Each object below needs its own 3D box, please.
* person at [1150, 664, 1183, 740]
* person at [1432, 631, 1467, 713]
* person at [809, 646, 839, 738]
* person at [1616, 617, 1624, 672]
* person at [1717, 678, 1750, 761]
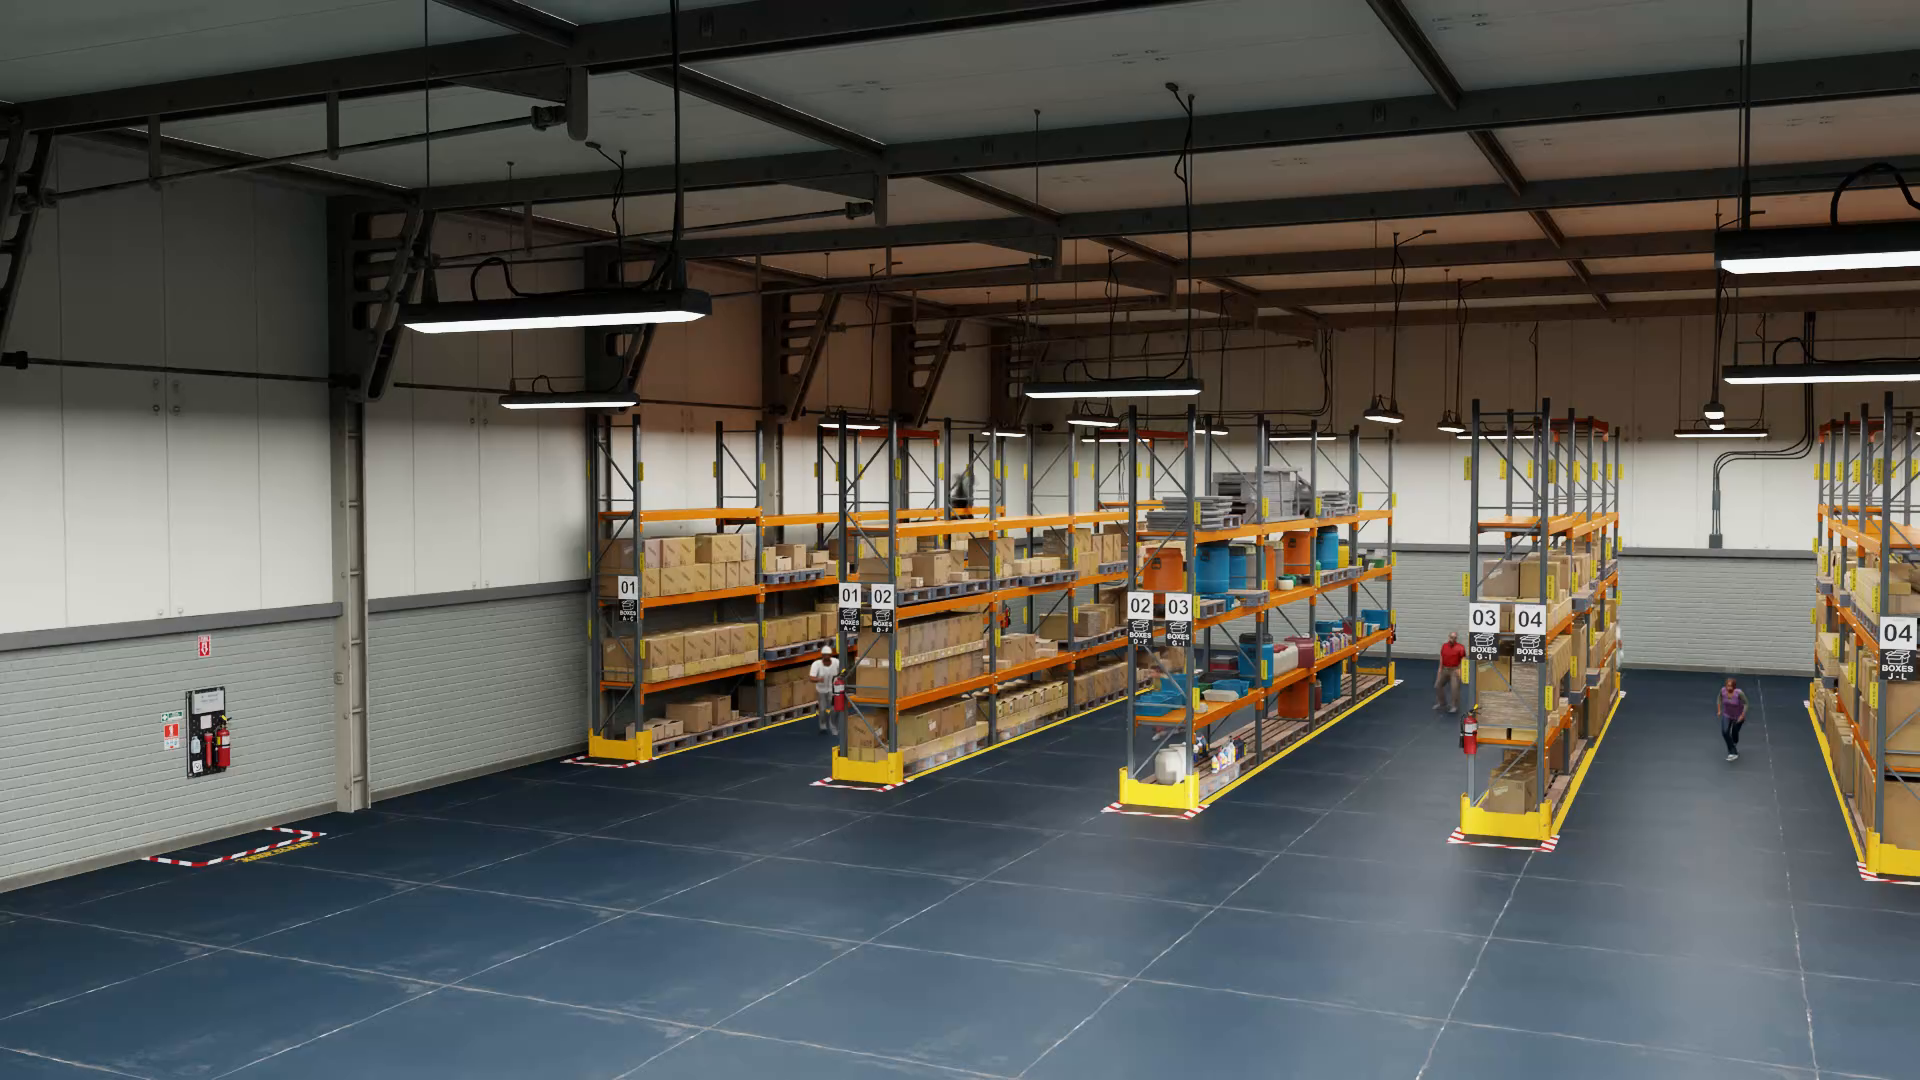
[{"bbox_3d":[3.899,3.008,31.165,1.104,1.449,0.568,-2,3,-43],"label":"person"},{"bbox_3d":[10.103,2.734,34.460,0.795,1.697,0.573,2,3,43],"label":"person"},{"bbox_3d":[-2.502,2.854,31.474,0.717,1.724,0.990,0,2,-9],"label":"person"},{"bbox_3d":[14.977,2.570,38.503,0.741,1.724,0.877,-1,2,-14],"label":"person"},{"bbox_3d":[13.500,3.092,28.997,0.539,1.450,0.952,2,3,35],"label":"person"}]
